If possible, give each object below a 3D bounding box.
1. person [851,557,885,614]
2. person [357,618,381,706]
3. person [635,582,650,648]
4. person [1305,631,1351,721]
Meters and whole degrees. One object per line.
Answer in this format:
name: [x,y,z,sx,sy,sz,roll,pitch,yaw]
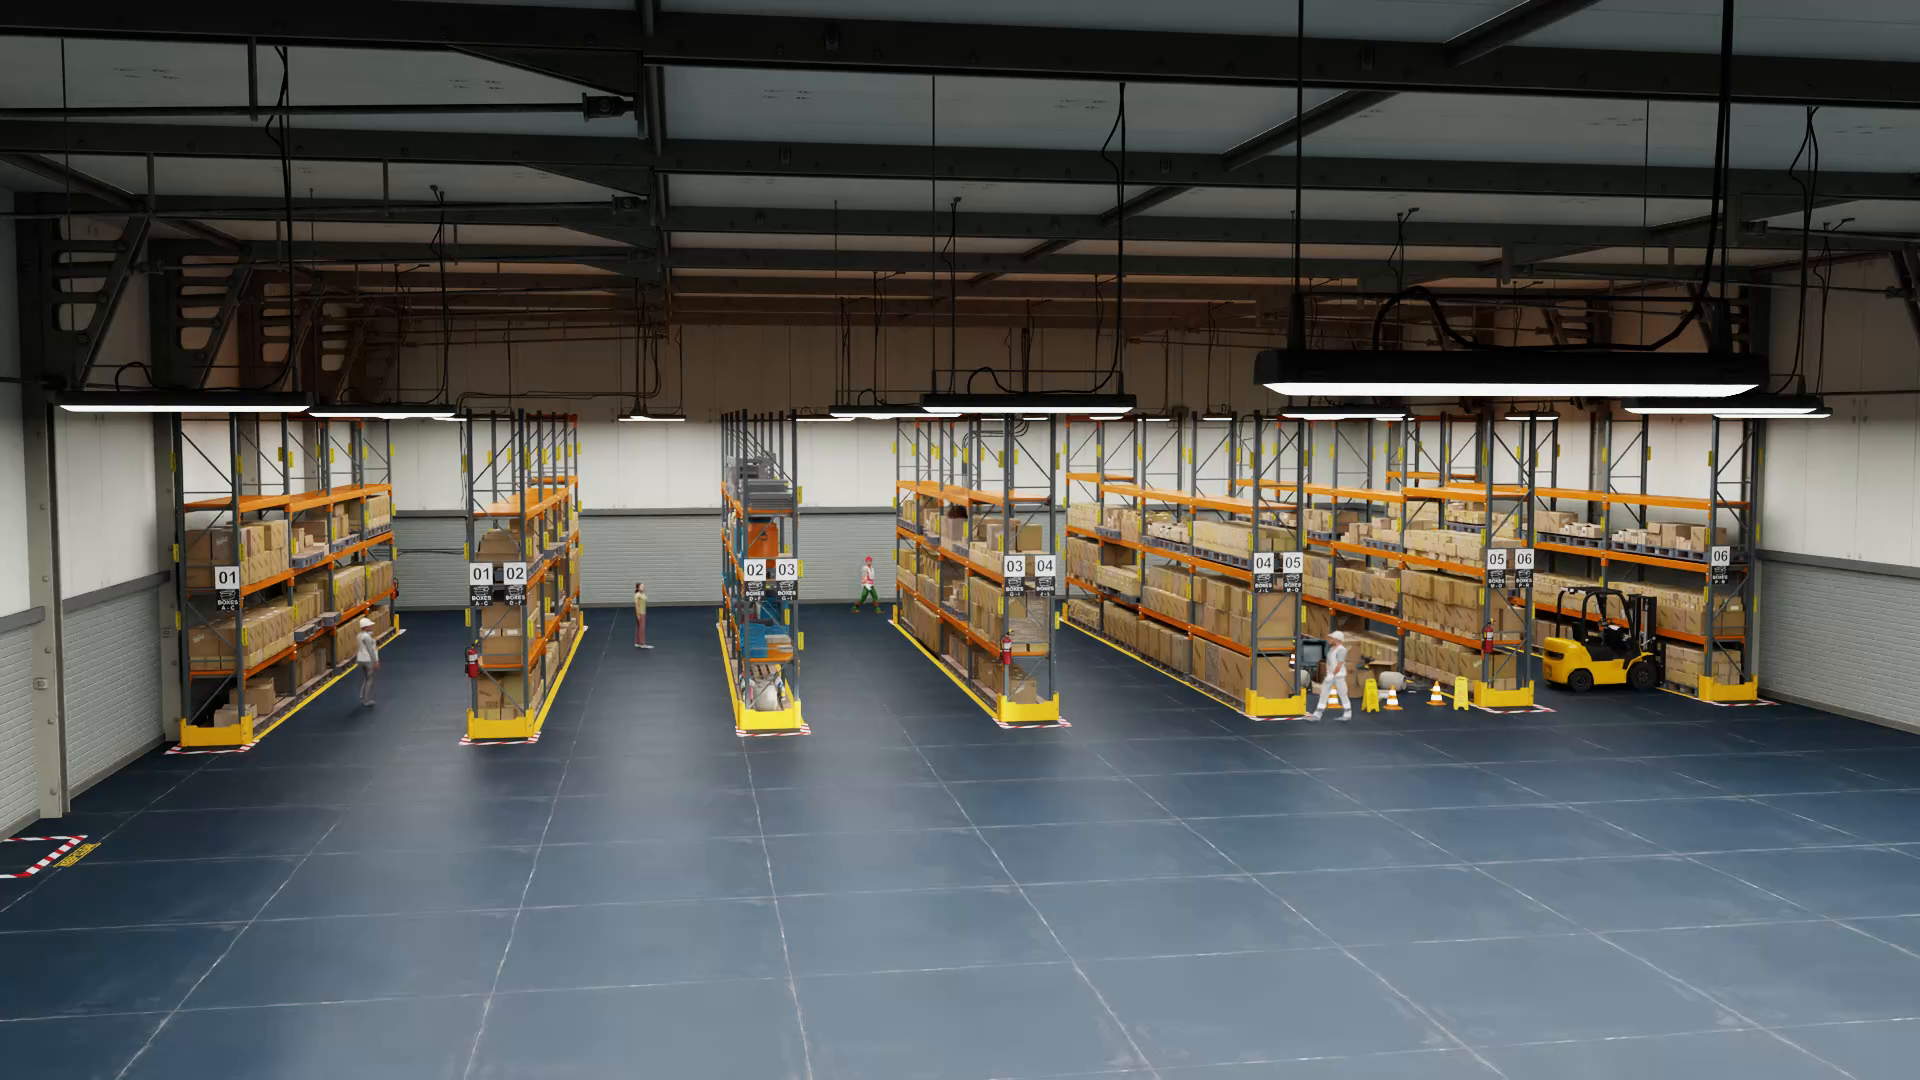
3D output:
person: [-2.763,1.376,49.983,1.012,1.752,0.640,1,4,9]
person: [-12.020,2.474,33.802,0.559,1.793,0.479,2,4,26]
person: [-8.138,1.920,42.640,0.444,1.678,0.461,0,4,0]
person: [7.108,2.608,31.758,0.966,1.740,0.519,-3,5,-33]
